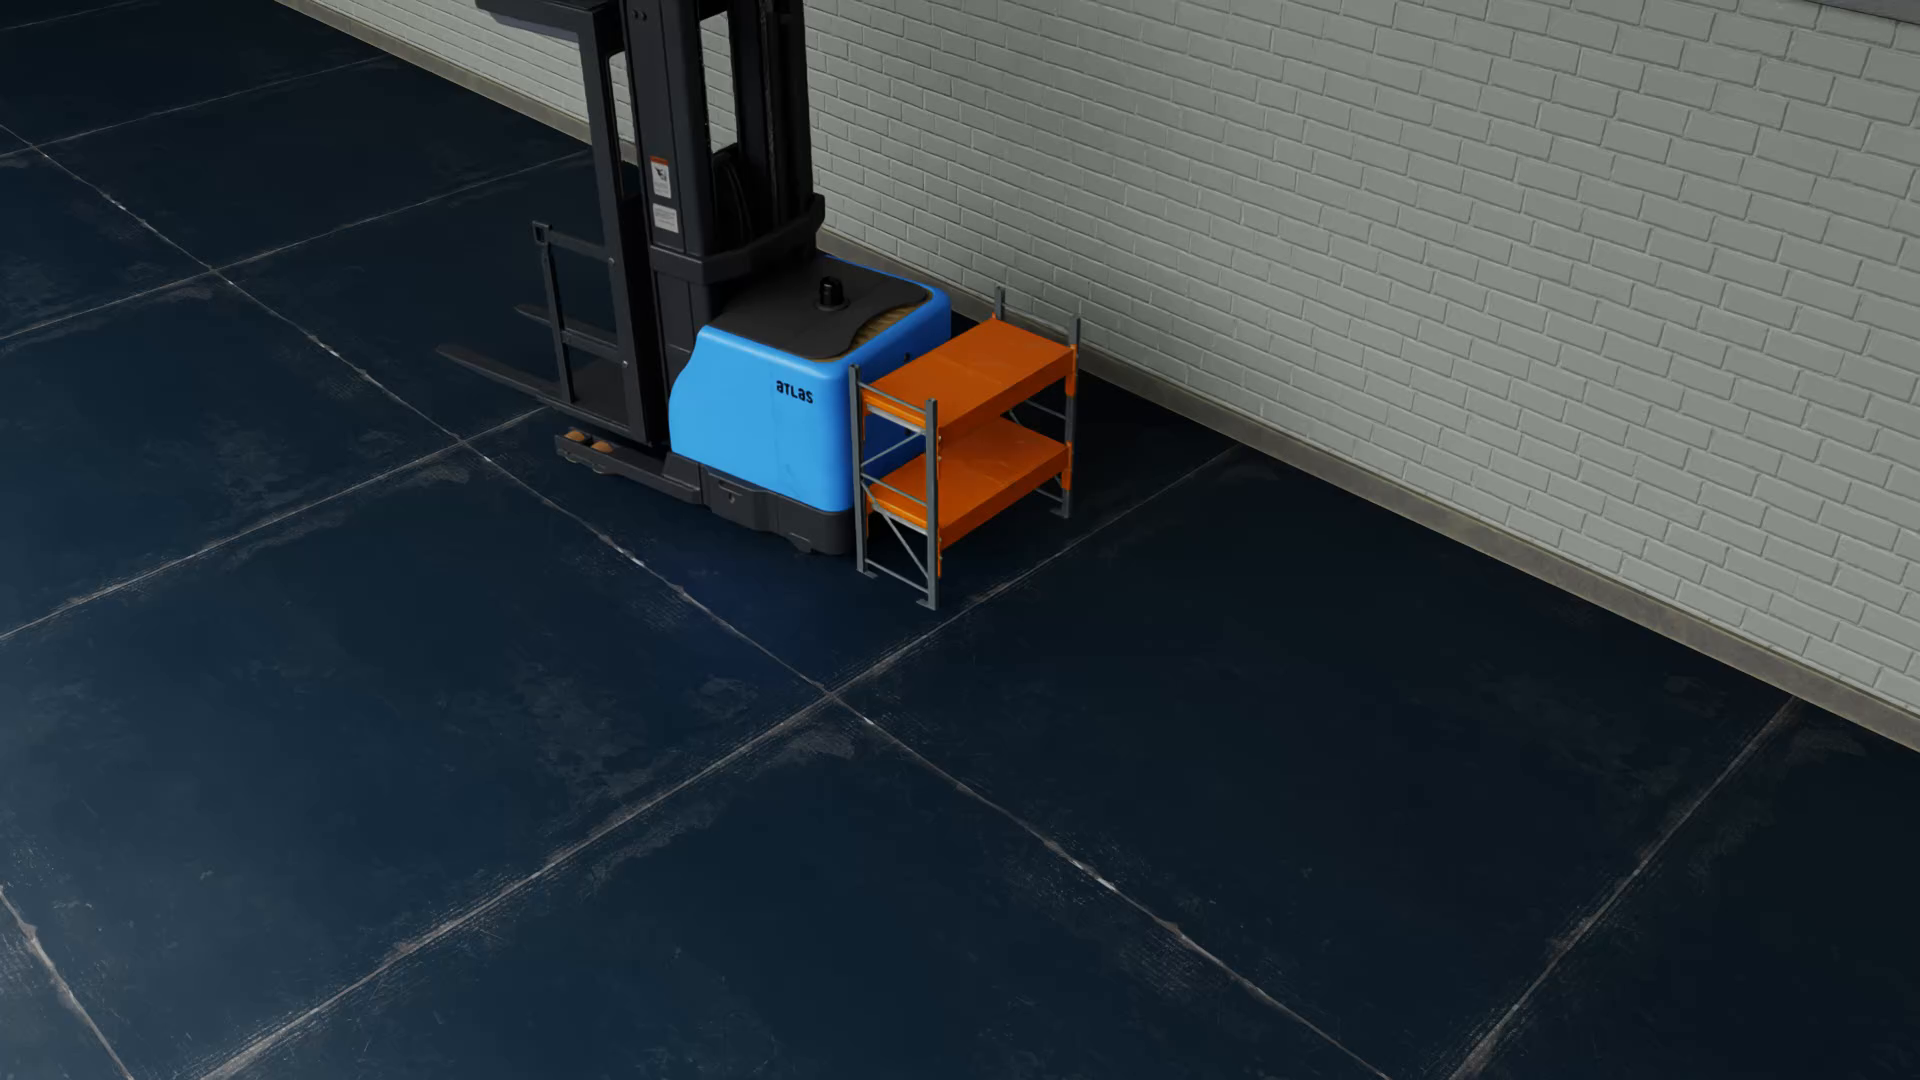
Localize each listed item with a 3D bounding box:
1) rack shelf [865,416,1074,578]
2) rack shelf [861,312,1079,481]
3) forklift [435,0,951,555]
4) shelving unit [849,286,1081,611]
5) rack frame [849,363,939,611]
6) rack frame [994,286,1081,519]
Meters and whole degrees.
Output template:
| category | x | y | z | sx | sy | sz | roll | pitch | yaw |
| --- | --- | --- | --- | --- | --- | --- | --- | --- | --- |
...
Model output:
| category | x | y | z | sx | sy | sz | roll | pitch | yaw |
| --- | --- | --- | --- | --- | --- | --- | --- | --- | --- |
| rack shelf | 0.035 | -0.248 | 8.049 | 0.538 | 0.278 | 1.000 | 26 | 43 | 32 |
| rack shelf | 0.035 | -0.688 | 7.742 | 0.538 | 0.278 | 1.000 | 26 | 43 | 32 |
| forklift | -1.536 | -1.779 | 8.239 | 3.031 | 2.935 | 1.130 | 21 | 40 | 27 |
| shelving unit | 0.035 | -0.448 | 7.909 | 0.538 | 1.125 | 1.048 | 26 | 43 | 32 |
| rack frame | -0.297 | -0.228 | 7.593 | 0.500 | 1.125 | 0.032 | 26 | 43 | 32 |
| rack frame | 0.366 | -0.669 | 8.226 | 0.500 | 1.125 | 0.032 | 26 | 43 | 32 |
